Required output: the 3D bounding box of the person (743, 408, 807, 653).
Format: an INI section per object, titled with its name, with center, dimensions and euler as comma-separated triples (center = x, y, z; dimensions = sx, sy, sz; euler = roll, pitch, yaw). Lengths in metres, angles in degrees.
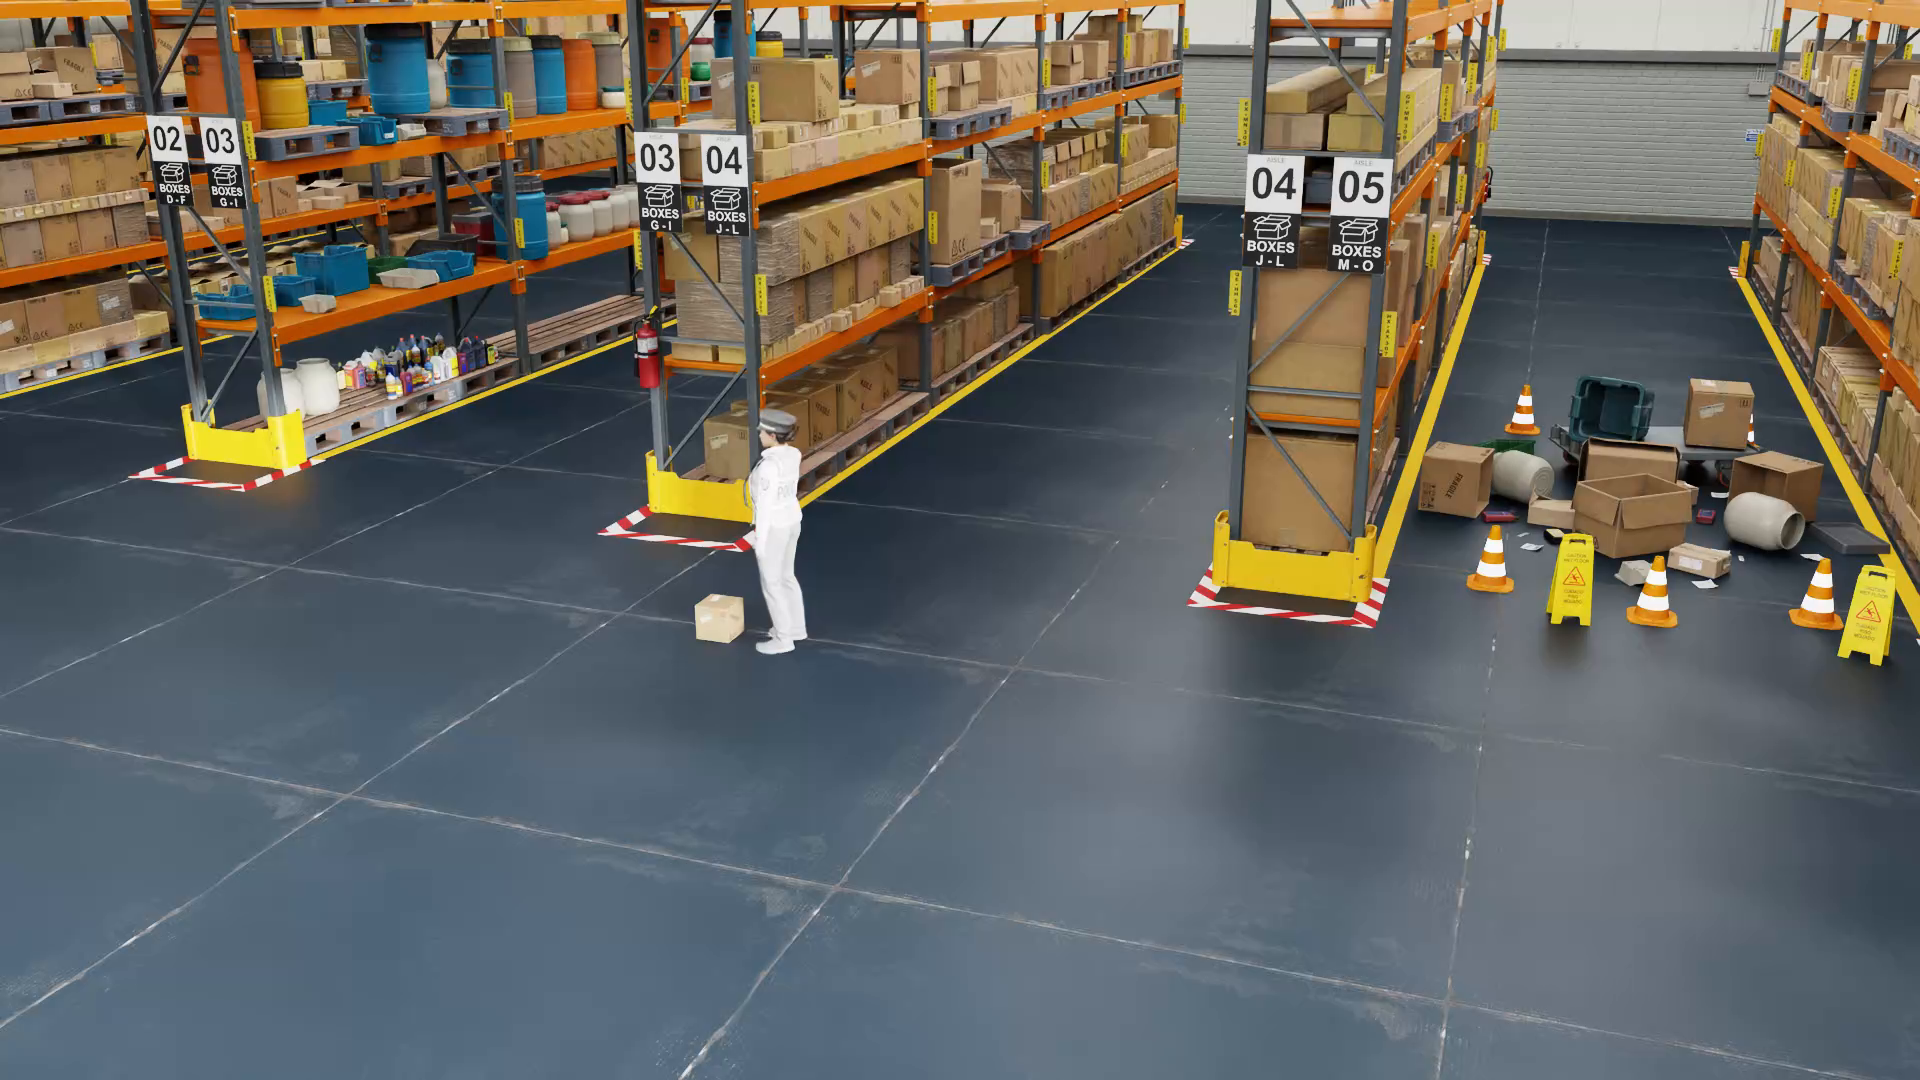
[person]
center = -1.249, -0.064, 11.249
dimensions = 0.339, 1.687, 0.467
euler = 7, 20, 19
